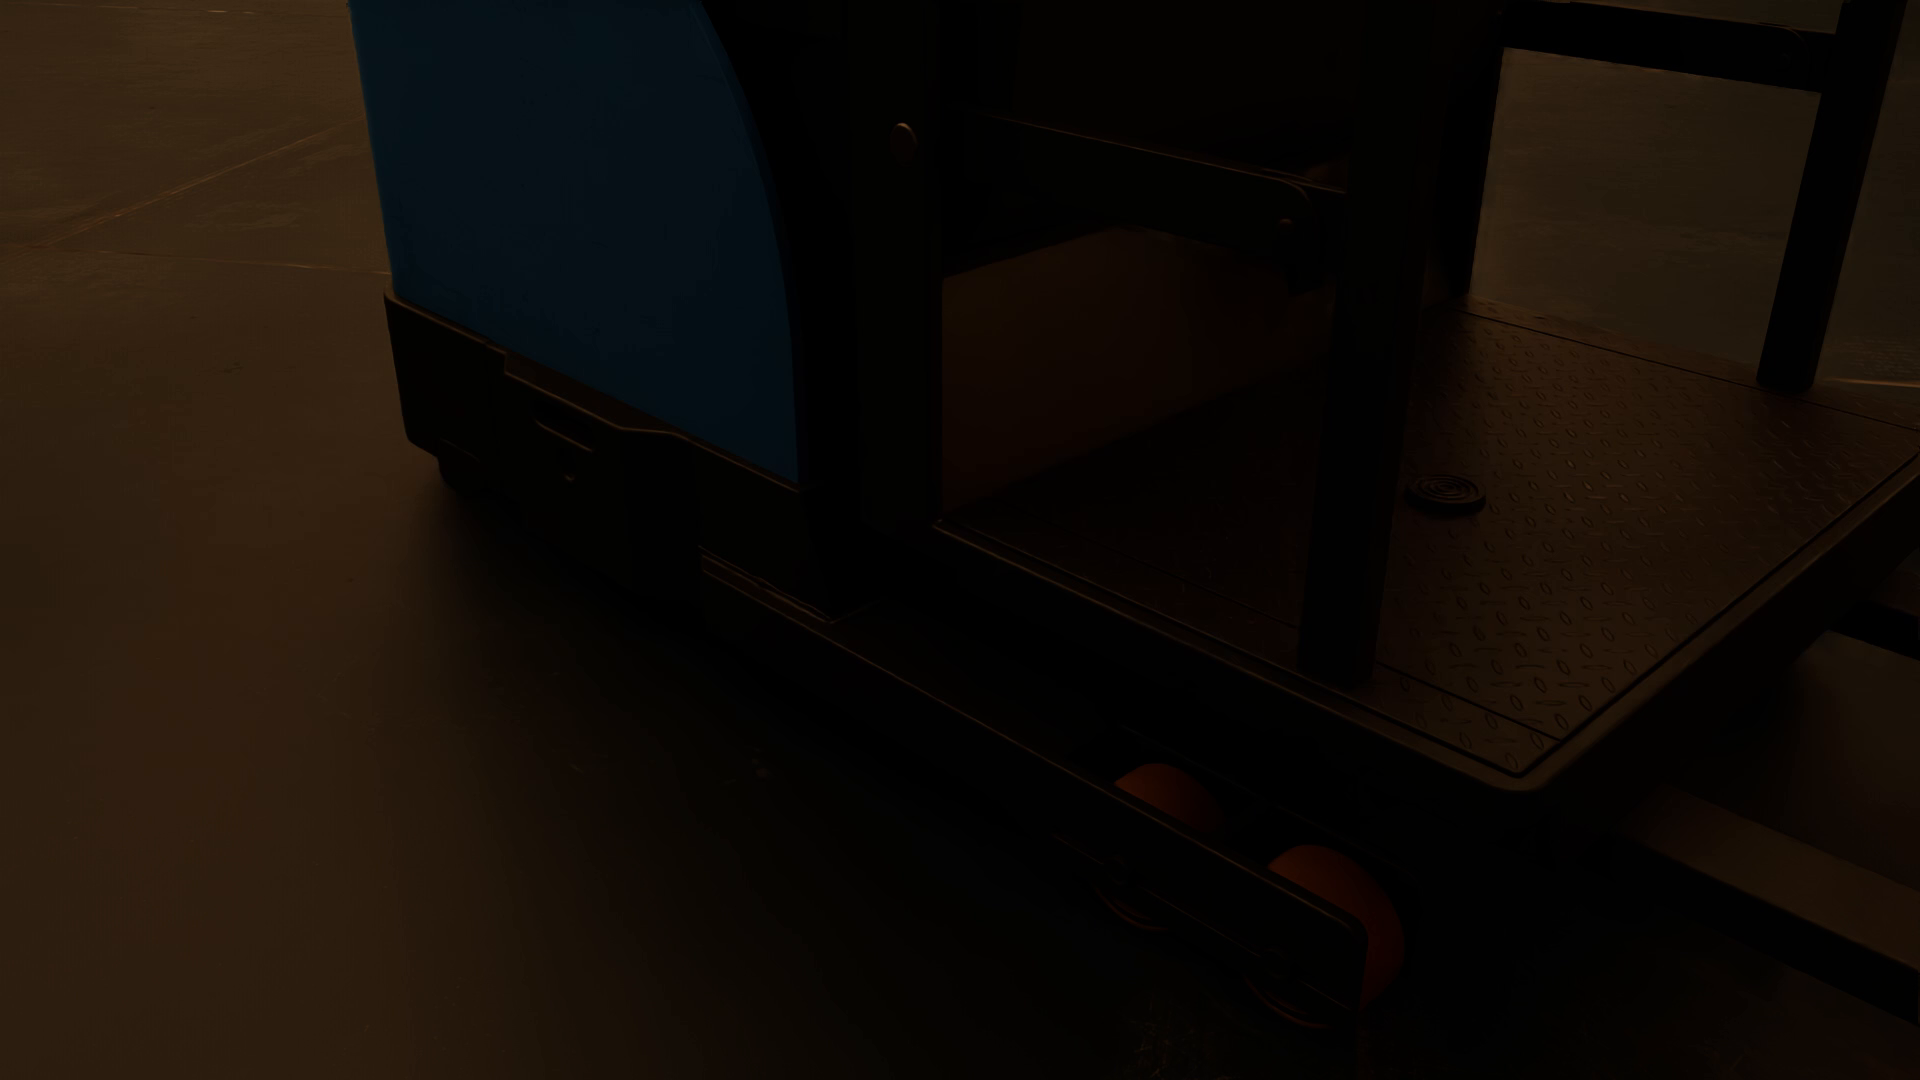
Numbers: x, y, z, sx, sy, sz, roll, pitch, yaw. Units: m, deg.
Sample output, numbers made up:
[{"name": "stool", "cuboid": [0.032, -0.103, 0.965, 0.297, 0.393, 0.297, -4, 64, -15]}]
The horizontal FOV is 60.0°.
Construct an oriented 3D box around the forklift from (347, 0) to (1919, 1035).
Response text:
[{"name": "forklift", "cuboid": [0.495, -1.110, 1.447, 1.130, 2.935, 3.031, -24, 35, -39]}]
